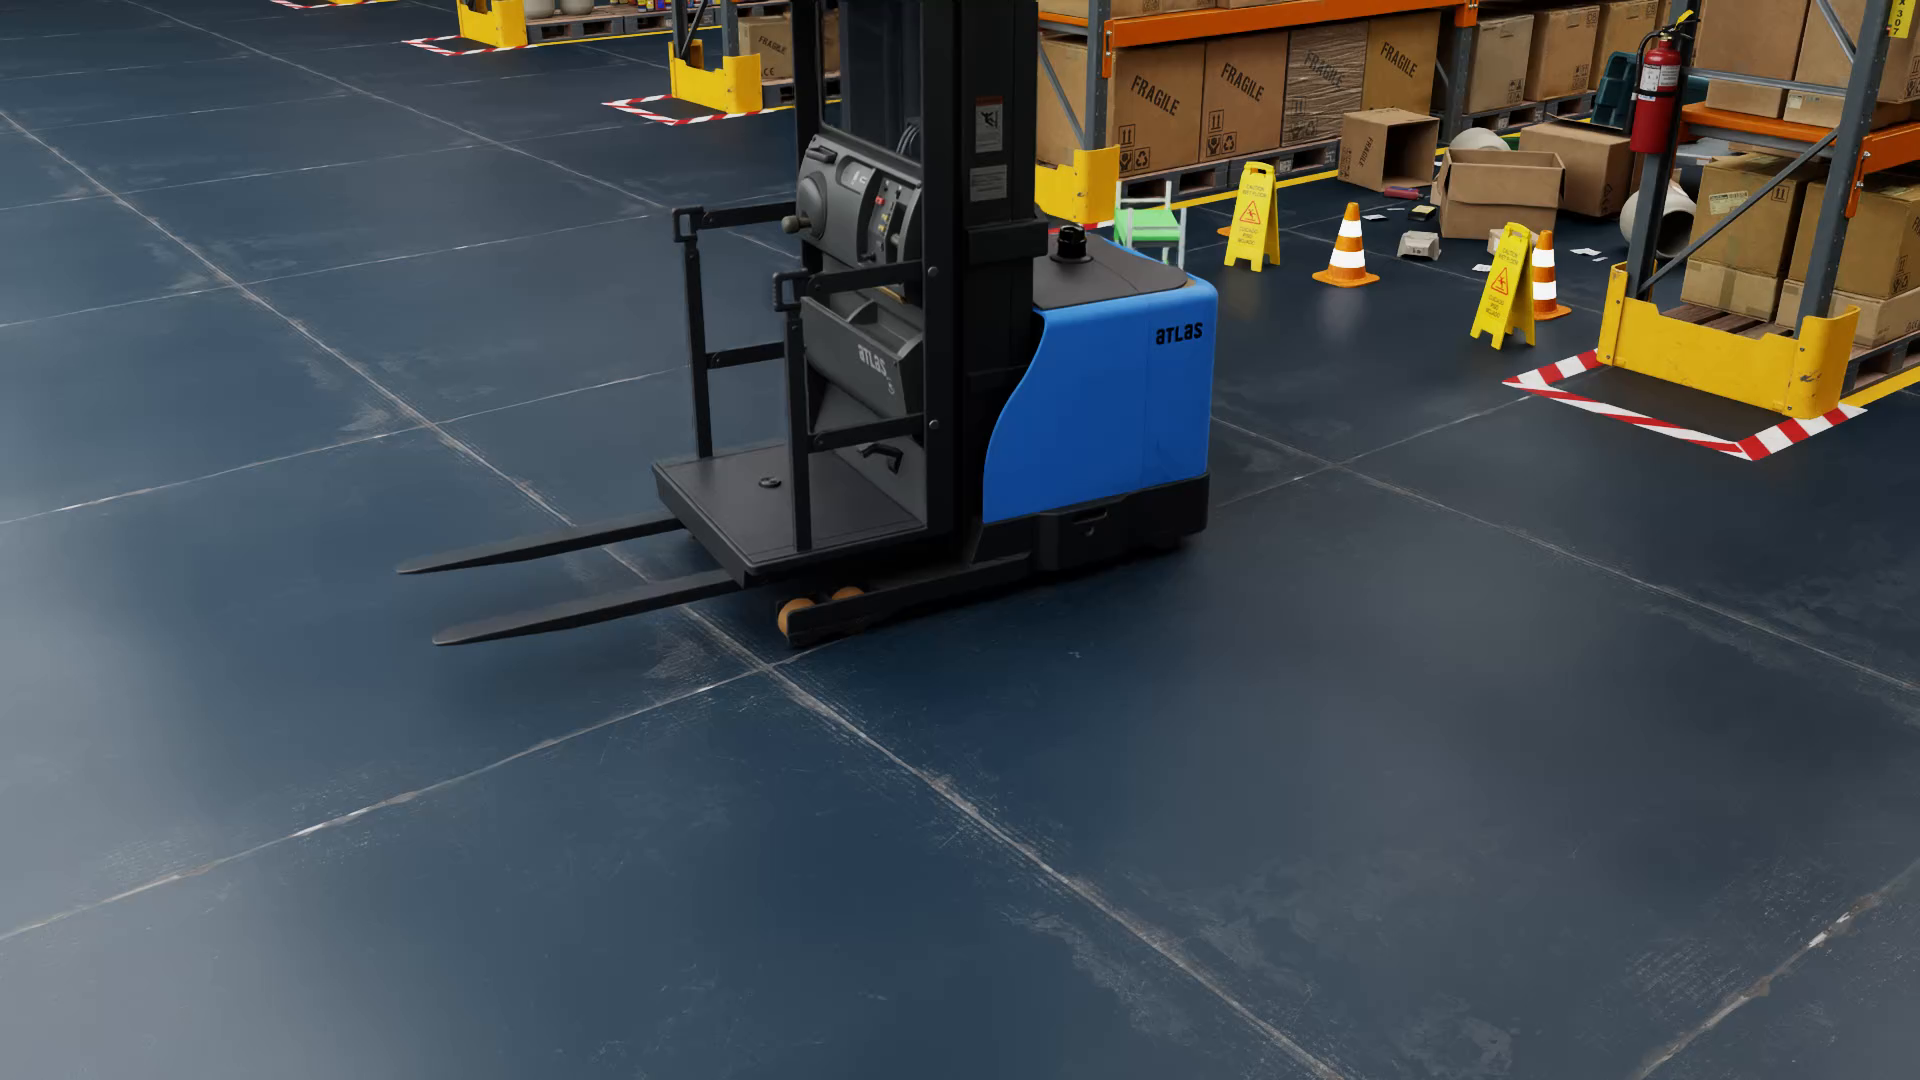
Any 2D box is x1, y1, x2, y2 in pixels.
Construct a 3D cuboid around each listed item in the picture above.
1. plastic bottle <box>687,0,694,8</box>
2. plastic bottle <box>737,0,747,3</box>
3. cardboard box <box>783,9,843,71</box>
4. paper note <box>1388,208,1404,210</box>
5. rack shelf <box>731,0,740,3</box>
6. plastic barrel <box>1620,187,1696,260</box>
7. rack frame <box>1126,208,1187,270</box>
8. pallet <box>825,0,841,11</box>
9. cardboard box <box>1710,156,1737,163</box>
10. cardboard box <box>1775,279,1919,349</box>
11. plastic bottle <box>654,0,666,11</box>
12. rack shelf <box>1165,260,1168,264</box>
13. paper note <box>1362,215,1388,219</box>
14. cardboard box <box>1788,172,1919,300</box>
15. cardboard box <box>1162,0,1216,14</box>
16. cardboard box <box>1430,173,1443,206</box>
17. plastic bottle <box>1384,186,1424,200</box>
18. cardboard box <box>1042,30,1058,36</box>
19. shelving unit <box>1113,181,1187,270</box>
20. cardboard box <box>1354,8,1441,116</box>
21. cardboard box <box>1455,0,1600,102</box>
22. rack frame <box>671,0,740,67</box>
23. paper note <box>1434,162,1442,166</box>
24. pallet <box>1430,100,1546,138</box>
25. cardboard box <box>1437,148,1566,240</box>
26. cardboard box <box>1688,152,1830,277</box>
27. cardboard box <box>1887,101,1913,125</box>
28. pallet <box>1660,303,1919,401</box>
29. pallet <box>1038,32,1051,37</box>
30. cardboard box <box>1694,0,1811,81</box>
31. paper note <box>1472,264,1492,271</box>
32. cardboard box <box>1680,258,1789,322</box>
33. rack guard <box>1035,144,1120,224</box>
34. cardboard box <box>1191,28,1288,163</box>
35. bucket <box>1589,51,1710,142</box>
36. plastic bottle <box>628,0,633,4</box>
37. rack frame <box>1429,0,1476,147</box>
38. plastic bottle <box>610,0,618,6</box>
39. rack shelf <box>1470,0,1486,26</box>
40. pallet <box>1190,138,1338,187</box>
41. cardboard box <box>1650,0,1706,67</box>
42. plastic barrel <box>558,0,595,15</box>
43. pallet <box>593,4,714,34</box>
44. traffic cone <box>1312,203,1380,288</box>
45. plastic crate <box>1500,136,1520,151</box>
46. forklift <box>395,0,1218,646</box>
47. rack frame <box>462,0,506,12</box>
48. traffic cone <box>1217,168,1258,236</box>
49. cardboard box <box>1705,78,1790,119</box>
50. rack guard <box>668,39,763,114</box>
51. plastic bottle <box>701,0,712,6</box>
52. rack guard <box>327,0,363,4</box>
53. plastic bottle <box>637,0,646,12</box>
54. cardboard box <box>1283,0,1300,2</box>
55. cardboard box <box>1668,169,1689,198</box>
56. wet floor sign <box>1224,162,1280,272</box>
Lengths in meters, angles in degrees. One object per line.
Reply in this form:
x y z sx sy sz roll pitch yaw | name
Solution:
-3.266 -6.568 20.058 0.097 0.271 0.097 0 25 0 | plastic bottle
-2.726 -6.795 20.452 0.185 0.351 0.144 -20 32 -37 | plastic bottle
-1.386 -4.810 16.021 0.500 0.500 0.500 -10 27 -21 | cardboard box
3.092 -2.346 11.793 0.123 0.001 0.032 -3 25 -7 | paper note
-0.763 -5.623 16.158 4.000 0.370 1.077 -18 31 -34 | rack shelf
4.469 -2.017 10.592 0.421 0.421 0.512 1 25 2 | plastic barrel
0.811 -0.821 7.093 0.240 1.200 0.015 0 25 -1 | rack frame
-1.652 -7.062 21.715 1.213 0.211 1.003 -18 31 -34 | pallet
5.243 -2.226 10.949 0.500 0.500 0.500 1 25 2 | cardboard box
4.583 -1.208 8.558 0.500 0.250 0.500 -19 31 -34 | cardboard box
-3.585 -6.459 19.807 0.133 0.283 0.061 -18 30 -33 | plastic bottle
0.808 -1.083 7.240 0.258 0.148 0.480 0 25 -1 | rack shelf
2.893 -2.247 11.558 0.142 0.017 0.144 -8 26 -16 | paper note
4.602 -1.555 8.414 0.500 0.500 0.500 -19 31 -36 | cardboard box
1.327 -4.090 11.822 0.550 0.550 0.875 -18 31 -34 | cardboard box
3.576 -2.503 11.828 0.258 0.266 0.396 -13 28 -25 | cardboard box
3.253 -2.528 12.124 0.283 0.061 0.133 15 29 29 | plastic bottle
1.307 -5.687 17.888 0.500 0.500 0.700 -21 32 -38 | cardboard box
0.808 -0.923 7.314 0.258 1.200 0.503 0 25 -1 | shelving unit
3.254 -3.886 13.586 0.875 0.875 0.875 -18 30 -33 | cardboard box
4.986 -4.410 14.863 0.750 0.750 1.050 -18 31 -34 | cardboard box
-2.337 -5.430 14.887 0.127 3.000 1.000 -18 31 -34 | rack frame
3.821 -2.979 13.131 0.147 0.020 0.142 5 25 11 | paper note
4.352 -3.760 14.601 1.213 0.211 1.003 -18 31 -34 | pallet
3.598 -2.310 11.129 0.797 0.503 0.637 5 25 11 | cardboard box
4.248 -1.725 8.780 0.500 0.500 0.500 -18 30 -34 | cardboard box
4.363 -2.123 8.060 0.250 0.149 0.380 -18 30 -33 | cardboard box
4.499 -1.101 8.872 1.213 0.211 1.003 -18 31 -34 | pallet
1.422 -5.407 18.150 1.213 0.211 1.003 -18 31 -34 | pallet
4.035 -2.560 8.230 0.500 0.500 0.500 -19 31 -35 | cardboard box
3.294 -1.705 10.388 0.148 0.019 0.142 15 29 29 | paper note
4.267 -1.396 8.961 0.500 0.250 0.500 -18 31 -34 | cardboard box
0.625 -2.621 11.803 0.348 0.500 1.175 -18 31 -34 | rack guard
1.828 -3.415 12.569 0.875 0.875 0.875 -19 31 -35 | cardboard box
5.107 -3.205 12.176 0.620 0.611 0.726 2 23 -21 | bucket
-4.003 -6.714 20.365 0.135 0.276 0.152 -18 30 -34 | plastic bottle
3.792 -4.800 13.529 0.127 3.000 1.000 -18 31 -34 | rack frame
-4.219 -6.623 20.260 0.097 0.201 0.097 0 25 0 | plastic bottle
5.366 -4.993 14.800 4.000 0.370 1.077 -18 31 -34 | rack shelf
2.184 -3.045 13.059 1.213 0.211 1.003 -18 31 -34 | pallet
6.405 -4.880 15.876 0.750 0.750 1.050 -19 31 -35 | cardboard box
-4.528 -6.459 19.561 0.421 0.512 0.421 0 25 0 | plastic barrel
-3.761 -6.366 20.215 1.213 0.211 1.003 -18 31 -34 | pallet
2.368 -1.815 10.111 0.334 0.463 0.336 -18 31 -34 | traffic cone
4.463 -3.071 13.076 0.662 0.188 0.450 -3 15 -7 | plastic crate
-0.550 -1.206 5.867 3.031 2.935 1.130 -13 28 -25 | forklift
-5.393 -7.071 18.422 0.127 3.000 1.000 -18 31 -34 | rack frame
1.938 -2.277 11.108 0.334 0.463 0.336 -18 31 -34 | traffic cone
3.940 -2.201 8.228 0.250 0.149 0.380 -17 30 -32 | cardboard box
-2.277 -4.316 15.456 0.348 0.500 1.175 -18 31 -34 | rack guard
-3.110 -6.636 20.199 0.135 0.276 0.152 -18 30 -33 | plastic bottle
-8.466 -7.573 22.473 0.348 0.500 1.175 -18 31 -34 | rack guard
-3.774 -6.400 19.696 0.097 0.271 0.097 0 25 0 | plastic bottle
2.237 -4.345 12.372 0.500 0.550 0.875 -18 31 -34 | cardboard box
4.960 -2.445 11.704 0.258 0.266 0.396 5 25 11 | cardboard box
1.843 -2.029 10.356 0.267 0.644 0.232 21 32 37 | wet floor sign
